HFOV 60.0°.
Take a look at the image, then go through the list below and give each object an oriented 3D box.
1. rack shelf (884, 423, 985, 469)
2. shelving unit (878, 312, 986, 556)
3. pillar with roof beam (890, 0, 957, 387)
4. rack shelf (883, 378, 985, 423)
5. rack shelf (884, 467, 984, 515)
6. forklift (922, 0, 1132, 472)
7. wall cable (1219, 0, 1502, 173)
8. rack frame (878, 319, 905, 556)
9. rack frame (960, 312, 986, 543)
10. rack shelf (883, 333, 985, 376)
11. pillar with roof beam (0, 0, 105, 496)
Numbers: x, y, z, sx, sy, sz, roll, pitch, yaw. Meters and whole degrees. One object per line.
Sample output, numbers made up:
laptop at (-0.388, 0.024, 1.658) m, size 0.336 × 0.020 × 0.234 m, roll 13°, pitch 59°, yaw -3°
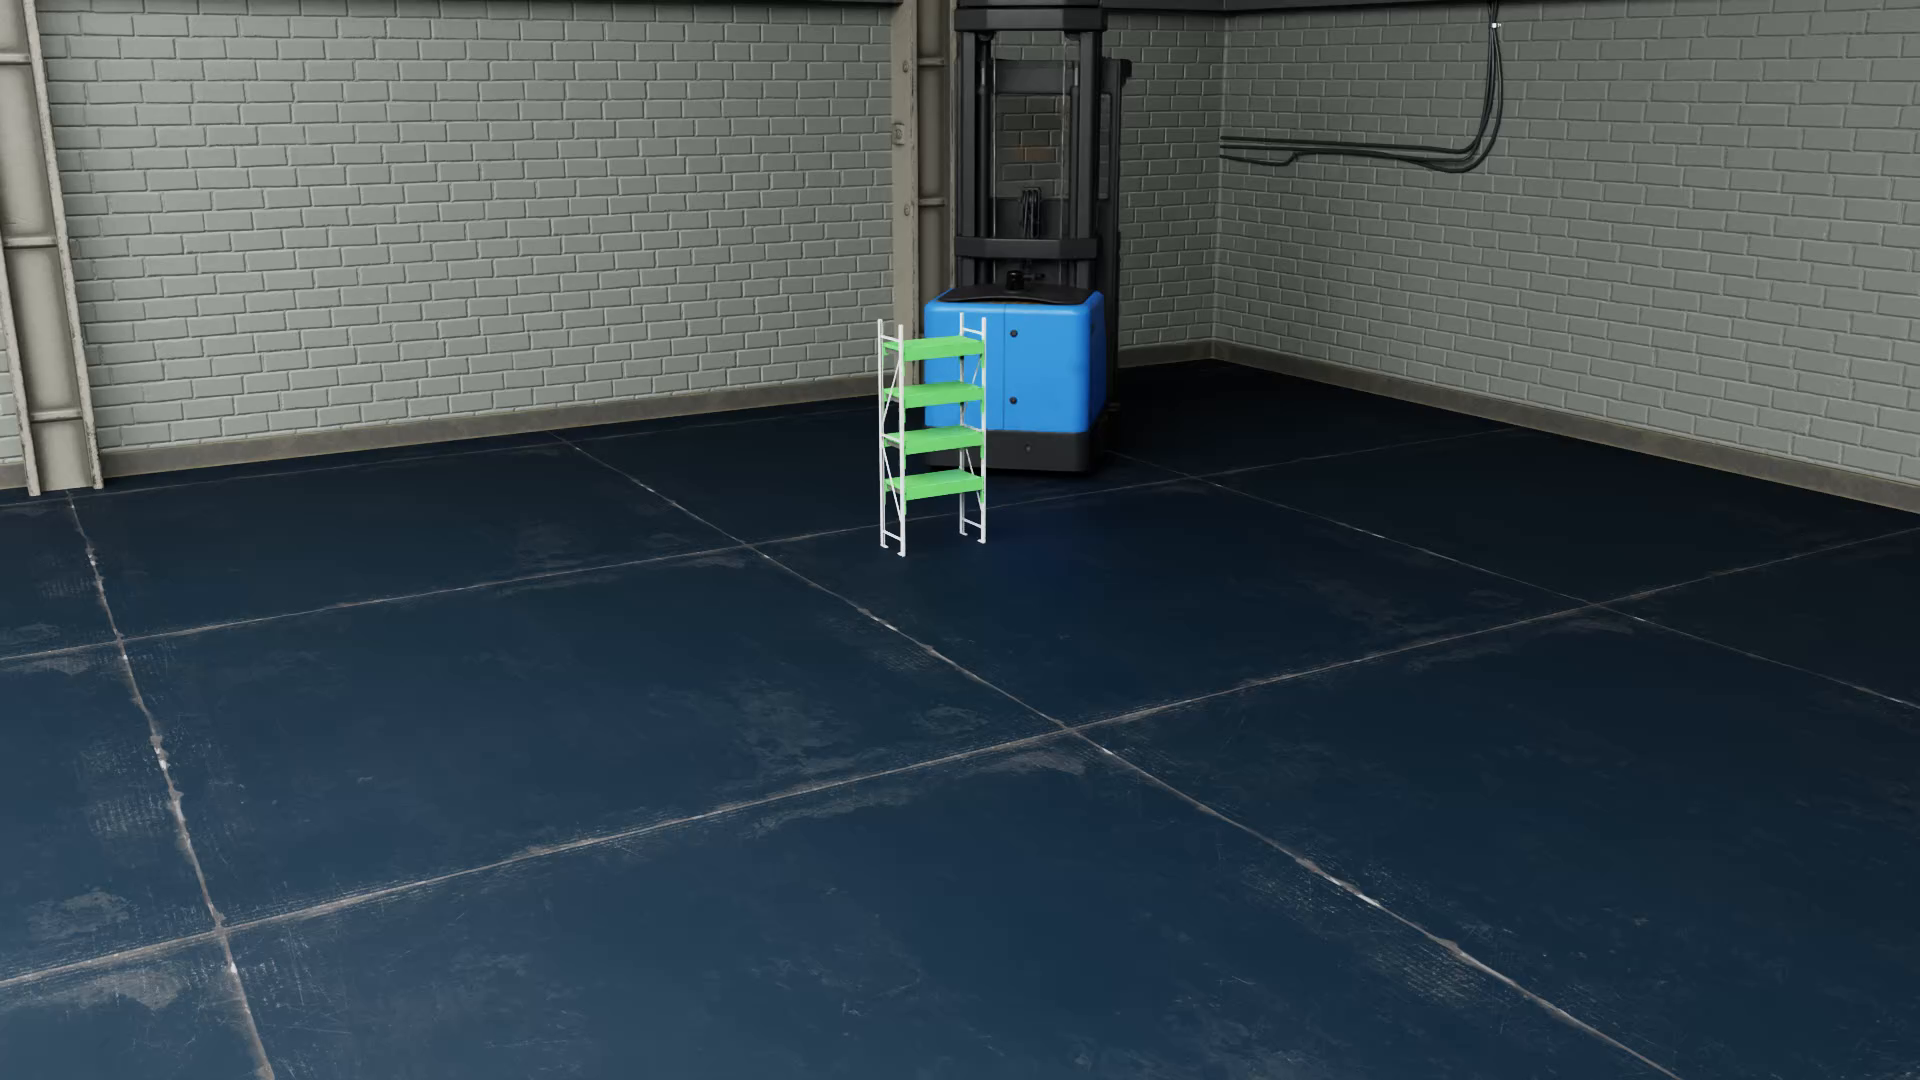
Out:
rack shelf at (-0.142, -0.493, 8.683) m, size 0.480 × 0.148 × 0.258 m, roll -9°, pitch 18°, yaw -30°
shelving unit at (-0.142, -0.555, 8.666) m, size 0.503 × 1.200 × 0.258 m, roll -9°, pitch 18°, yaw -30°
pillar with roof beam at (1.950, -4.494, 8.269) m, size 0.400 × 9.000 × 9.100 m, roll -9°, pitch 18°, yaw -30°
rack shelf at (-0.142, -0.724, 8.618) m, size 0.480 × 0.148 × 0.258 m, roll -9°, pitch 18°, yaw -30°
rack shelf at (-0.142, -0.262, 8.748) m, size 0.480 × 0.148 × 0.258 m, roll -9°, pitch 18°, yaw -30°
forklift at (0.552, -2.179, 11.253) m, size 1.130 × 2.935 × 3.031 m, roll 3°, pitch 16°, yaw 11°
wall cable at (2.939, -4.098, 12.610) m, size 0.112 × 2.526 × 3.097 m, roll -9°, pitch 18°, yaw -30°
rack frame at (-0.351, -0.521, 8.545) m, size 0.015 × 1.200 × 0.240 m, roll -9°, pitch 18°, yaw -30°
rack frame at (0.067, -0.589, 8.787) m, size 0.015 × 1.200 × 0.240 m, roll -9°, pitch 18°, yaw -30°
rack shelf at (-0.142, -0.955, 8.553) m, size 0.480 × 0.148 × 0.258 m, roll -9°, pitch 18°, yaw -30°
pillar with roof beam at (-3.193, -3.660, 5.293) m, size 0.400 × 9.000 × 9.100 m, roll -9°, pitch 18°, yaw -30°
